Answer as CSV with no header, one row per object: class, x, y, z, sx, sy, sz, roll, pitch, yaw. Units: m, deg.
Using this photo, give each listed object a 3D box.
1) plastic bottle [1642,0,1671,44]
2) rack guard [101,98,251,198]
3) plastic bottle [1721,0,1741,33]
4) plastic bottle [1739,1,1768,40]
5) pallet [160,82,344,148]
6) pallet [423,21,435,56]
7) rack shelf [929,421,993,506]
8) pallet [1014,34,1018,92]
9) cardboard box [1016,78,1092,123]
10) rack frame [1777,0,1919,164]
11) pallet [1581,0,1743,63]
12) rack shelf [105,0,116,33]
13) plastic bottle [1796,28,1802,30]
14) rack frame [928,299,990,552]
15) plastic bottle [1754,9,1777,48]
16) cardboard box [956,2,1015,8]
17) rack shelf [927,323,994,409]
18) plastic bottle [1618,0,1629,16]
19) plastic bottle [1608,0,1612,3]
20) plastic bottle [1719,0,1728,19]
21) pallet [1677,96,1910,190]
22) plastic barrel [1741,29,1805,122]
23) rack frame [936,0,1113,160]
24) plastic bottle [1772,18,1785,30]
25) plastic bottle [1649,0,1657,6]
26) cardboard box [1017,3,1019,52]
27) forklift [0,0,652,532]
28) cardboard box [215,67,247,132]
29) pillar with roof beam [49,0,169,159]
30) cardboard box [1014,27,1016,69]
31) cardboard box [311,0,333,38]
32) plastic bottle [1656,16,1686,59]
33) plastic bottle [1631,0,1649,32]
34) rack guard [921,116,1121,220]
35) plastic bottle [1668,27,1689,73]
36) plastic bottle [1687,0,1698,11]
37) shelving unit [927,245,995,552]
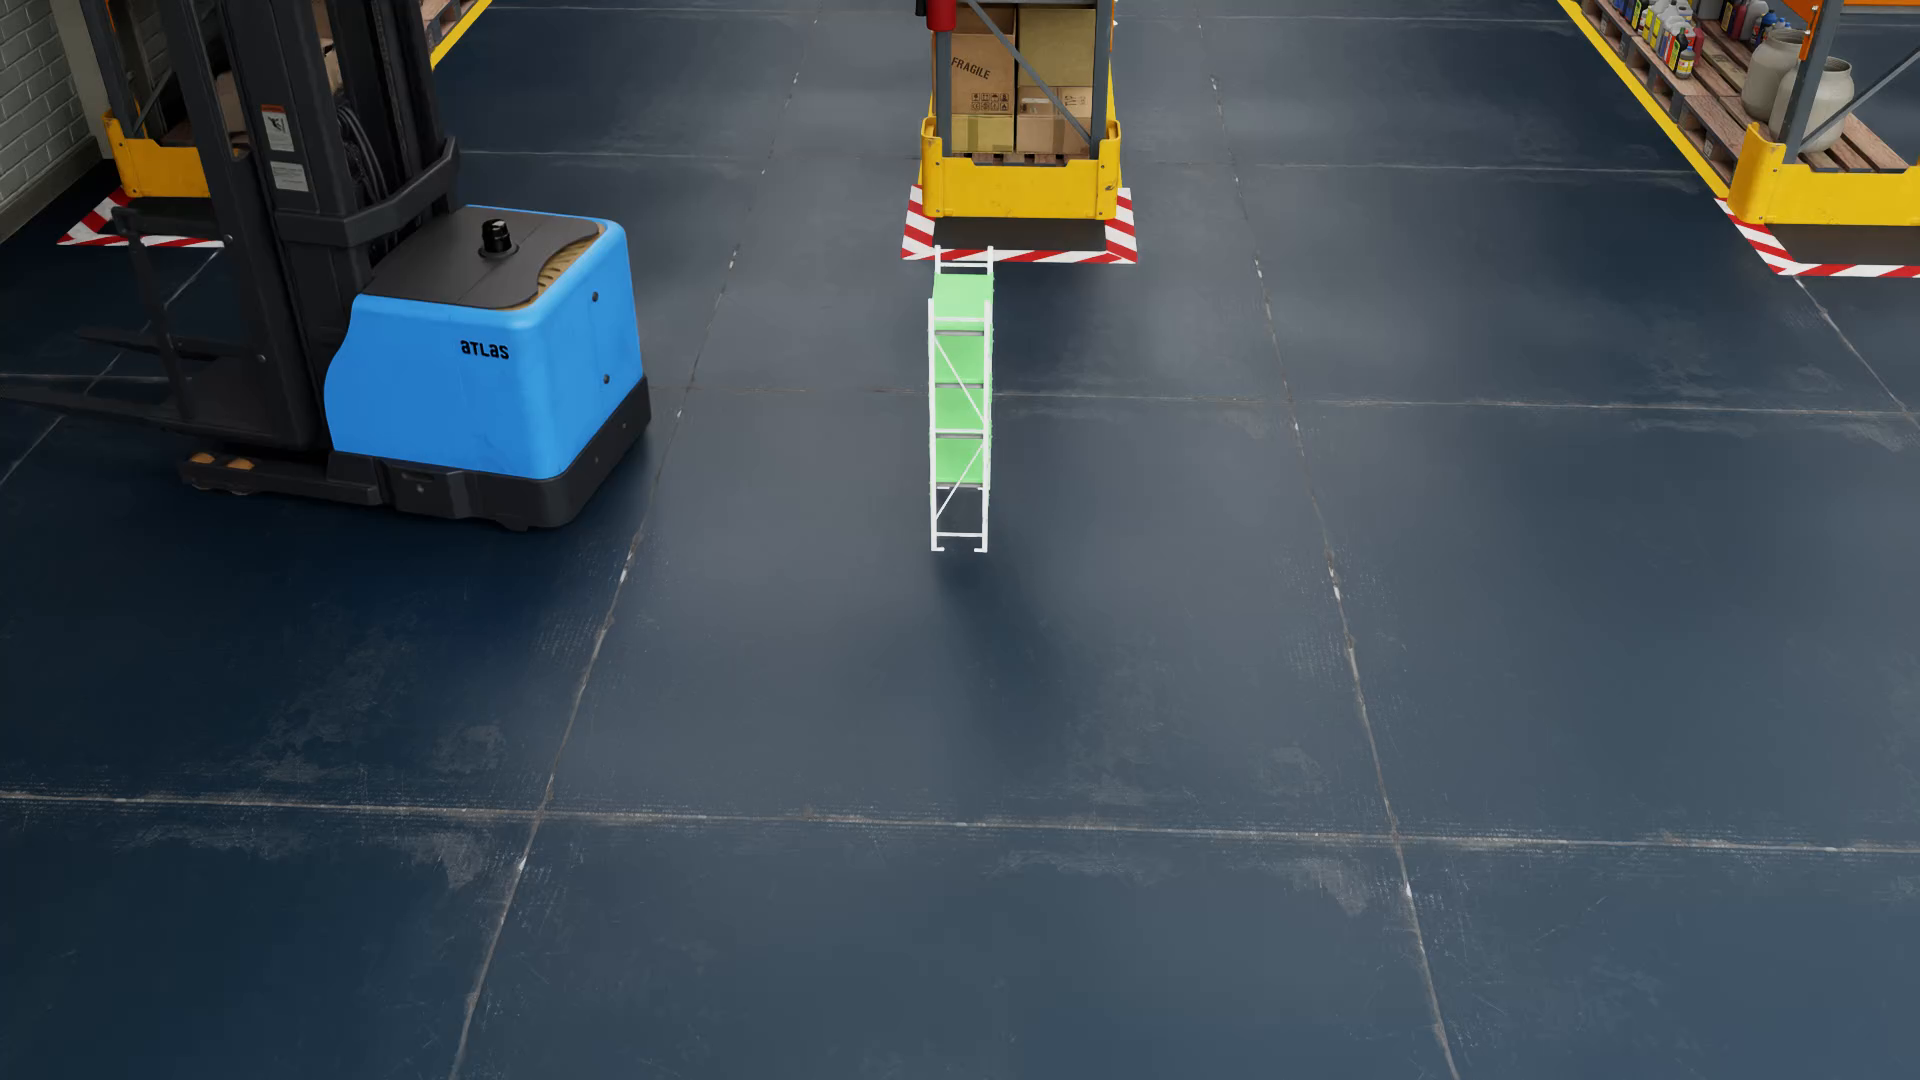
plastic bottle,5.000,-3.745,11.891,0.144,0.351,0.185,1,35,2
rack guard,-4.584,-2.407,10.241,1.175,0.500,0.348,1,35,2
plastic bottle,5.610,-3.839,12.084,0.061,0.283,0.133,1,35,2
plastic bottle,5.703,-3.756,11.971,0.152,0.276,0.135,2,35,3
pallet,-4.517,-2.755,10.987,1.003,0.211,1.213,1,35,2
pallet,-4.465,-3.454,11.981,1.003,0.211,1.213,1,35,2
rack shelf,0.007,-0.337,7.215,0.258,0.148,0.480,1,35,2
pallet,0.403,-3.273,11.723,1.003,0.211,1.213,1,35,2
cardboard box,0.623,-2.911,10.810,0.500,0.250,0.500,1,35,2
rack frame,5.312,-3.158,9.134,1.000,3.000,0.127,1,35,2
pallet,5.404,-3.930,12.658,1.003,0.211,1.213,1,35,2
rack shelf,-4.507,-4.241,11.301,1.077,0.370,4.000,1,35,2
plastic bottle,5.723,-3.390,11.445,0.061,0.283,0.133,2,35,3
rack frame,-0.003,-0.446,6.841,0.240,1.200,0.015,1,35,2
plastic bottle,5.722,-3.627,11.792,0.097,0.271,0.097,0,35,0
cardboard box,0.112,-3.518,11.020,0.500,0.500,0.500,1,35,2
rack shelf,0.007,-0.730,6.939,0.258,0.148,0.480,1,35,2
plastic bottle,5.025,-4.098,12.393,0.144,0.351,0.185,2,35,3
plastic bottle,5.013,-4.201,12.670,0.097,0.201,0.097,0,35,0
plastic bottle,5.727,-4.065,12.346,0.144,0.351,0.185,0,35,0
pallet,5.306,-2.528,10.664,1.003,0.211,1.213,1,35,2
plastic barrel,5.282,-2.979,10.679,0.421,0.512,0.421,0,35,0
rack frame,0.362,-3.274,9.300,1.000,3.000,0.127,1,35,2
plastic bottle,5.714,-3.510,11.626,0.097,0.271,0.097,0,35,0
plastic bottle,5.049,-3.871,12.140,0.097,0.271,0.097,0,35,0
cardboard box,0.632,-3.506,11.003,0.500,0.500,0.500,1,35,2
forklift,-3.049,-1.685,7.098,3.031,2.935,1.130,8,36,12
cardboard box,-4.470,-2.862,10.669,0.500,0.311,0.500,-2,35,-3
pillar with roof beam,-1.122,-6.164,8.194,9.100,9.000,0.400,1,35,2
cardboard box,0.137,-3.498,11.645,0.500,0.250,0.500,1,35,2
cardboard box,-4.367,-3.687,11.679,0.700,0.500,0.500,-1,35,-1
plastic bottle,4.990,-3.512,11.625,0.152,0.276,0.135,0,35,1
plastic bottle,4.969,-3.868,12.124,0.061,0.283,0.133,3,35,4
rack guard,0.361,-2.238,9.999,1.175,0.500,0.348,1,35,2
plastic bottle,4.934,-3.359,11.401,0.061,0.283,0.133,2,35,3
plastic bottle,5.590,-4.179,12.508,0.144,0.351,0.185,1,35,2
shelving unit,0.007,-0.586,7.040,0.258,1.200,0.503,1,35,2
